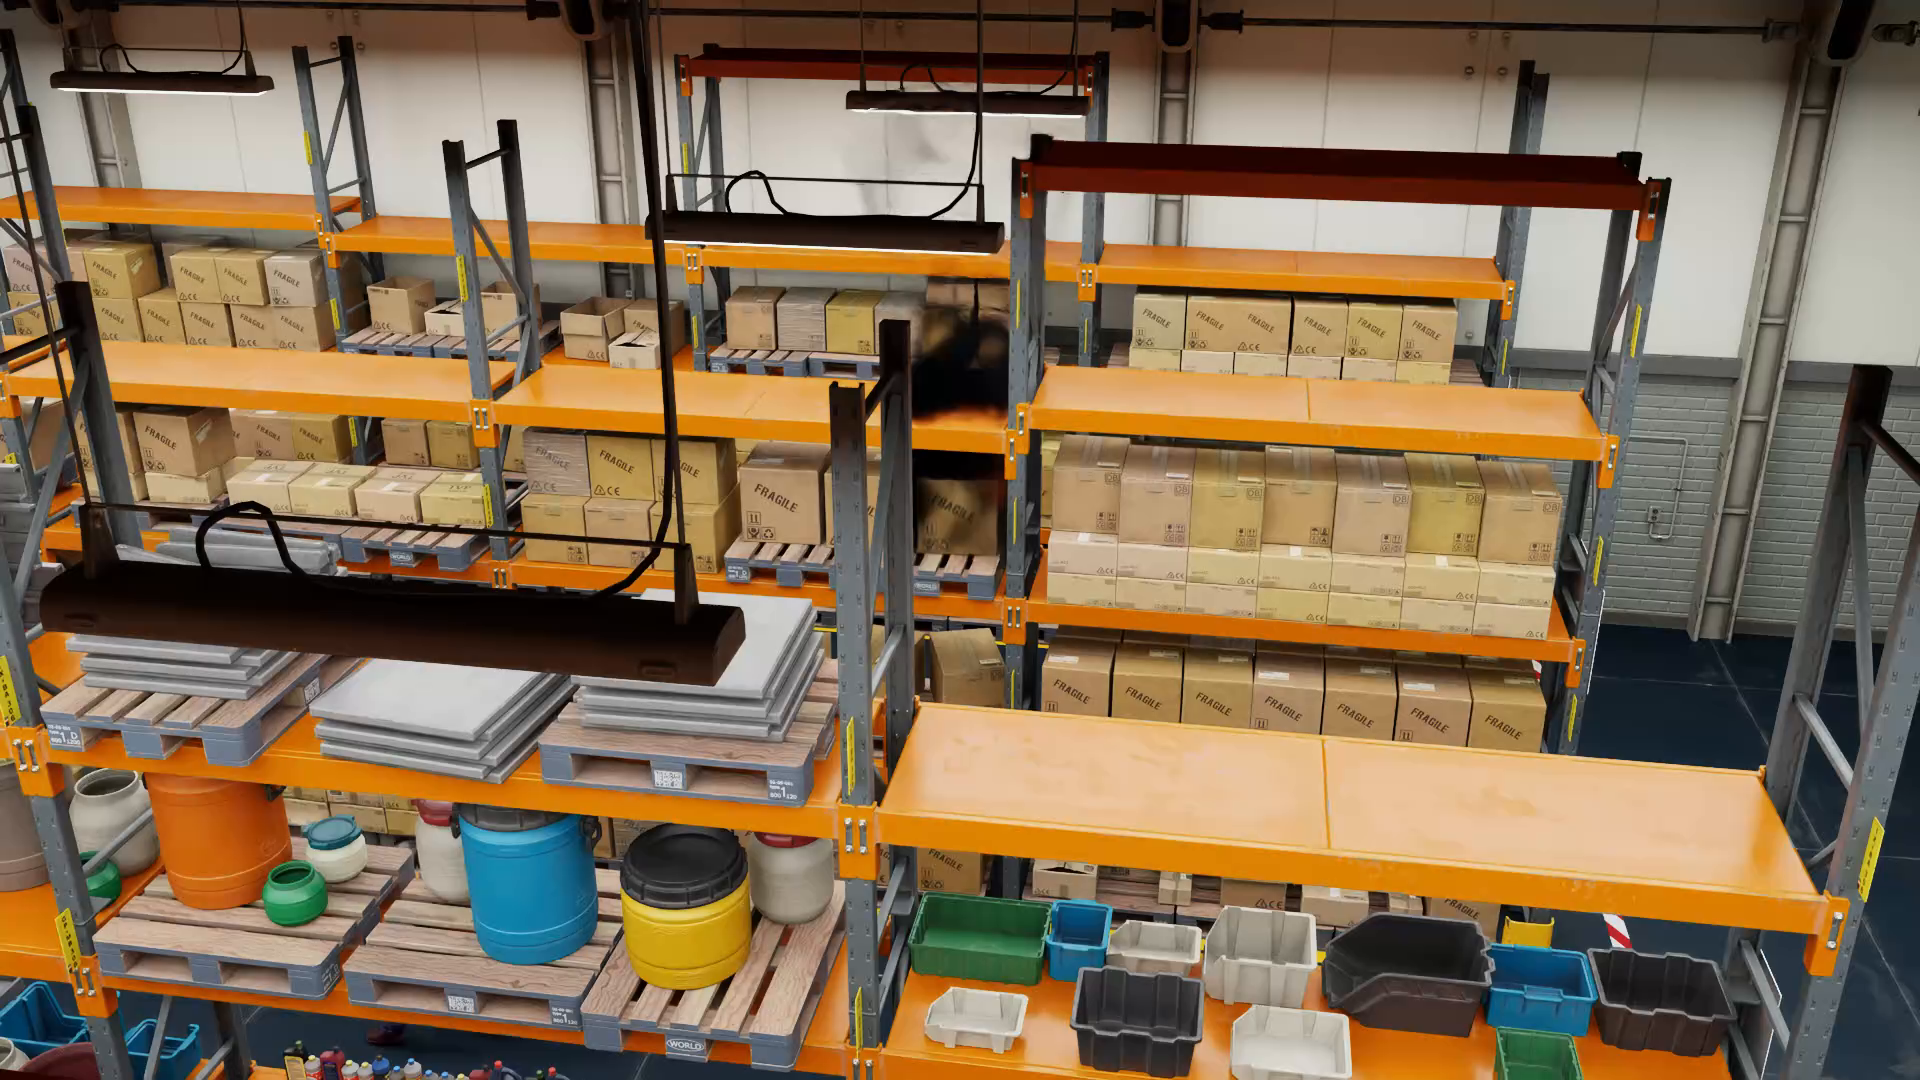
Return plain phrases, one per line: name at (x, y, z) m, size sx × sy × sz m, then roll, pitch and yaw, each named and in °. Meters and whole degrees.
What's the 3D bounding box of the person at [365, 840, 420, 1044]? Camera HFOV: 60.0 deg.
person at (-3.784, 2.802, 11.620) m, size 0.941 × 1.632 × 0.607 m, roll 2°, pitch 23°, yaw 4°
